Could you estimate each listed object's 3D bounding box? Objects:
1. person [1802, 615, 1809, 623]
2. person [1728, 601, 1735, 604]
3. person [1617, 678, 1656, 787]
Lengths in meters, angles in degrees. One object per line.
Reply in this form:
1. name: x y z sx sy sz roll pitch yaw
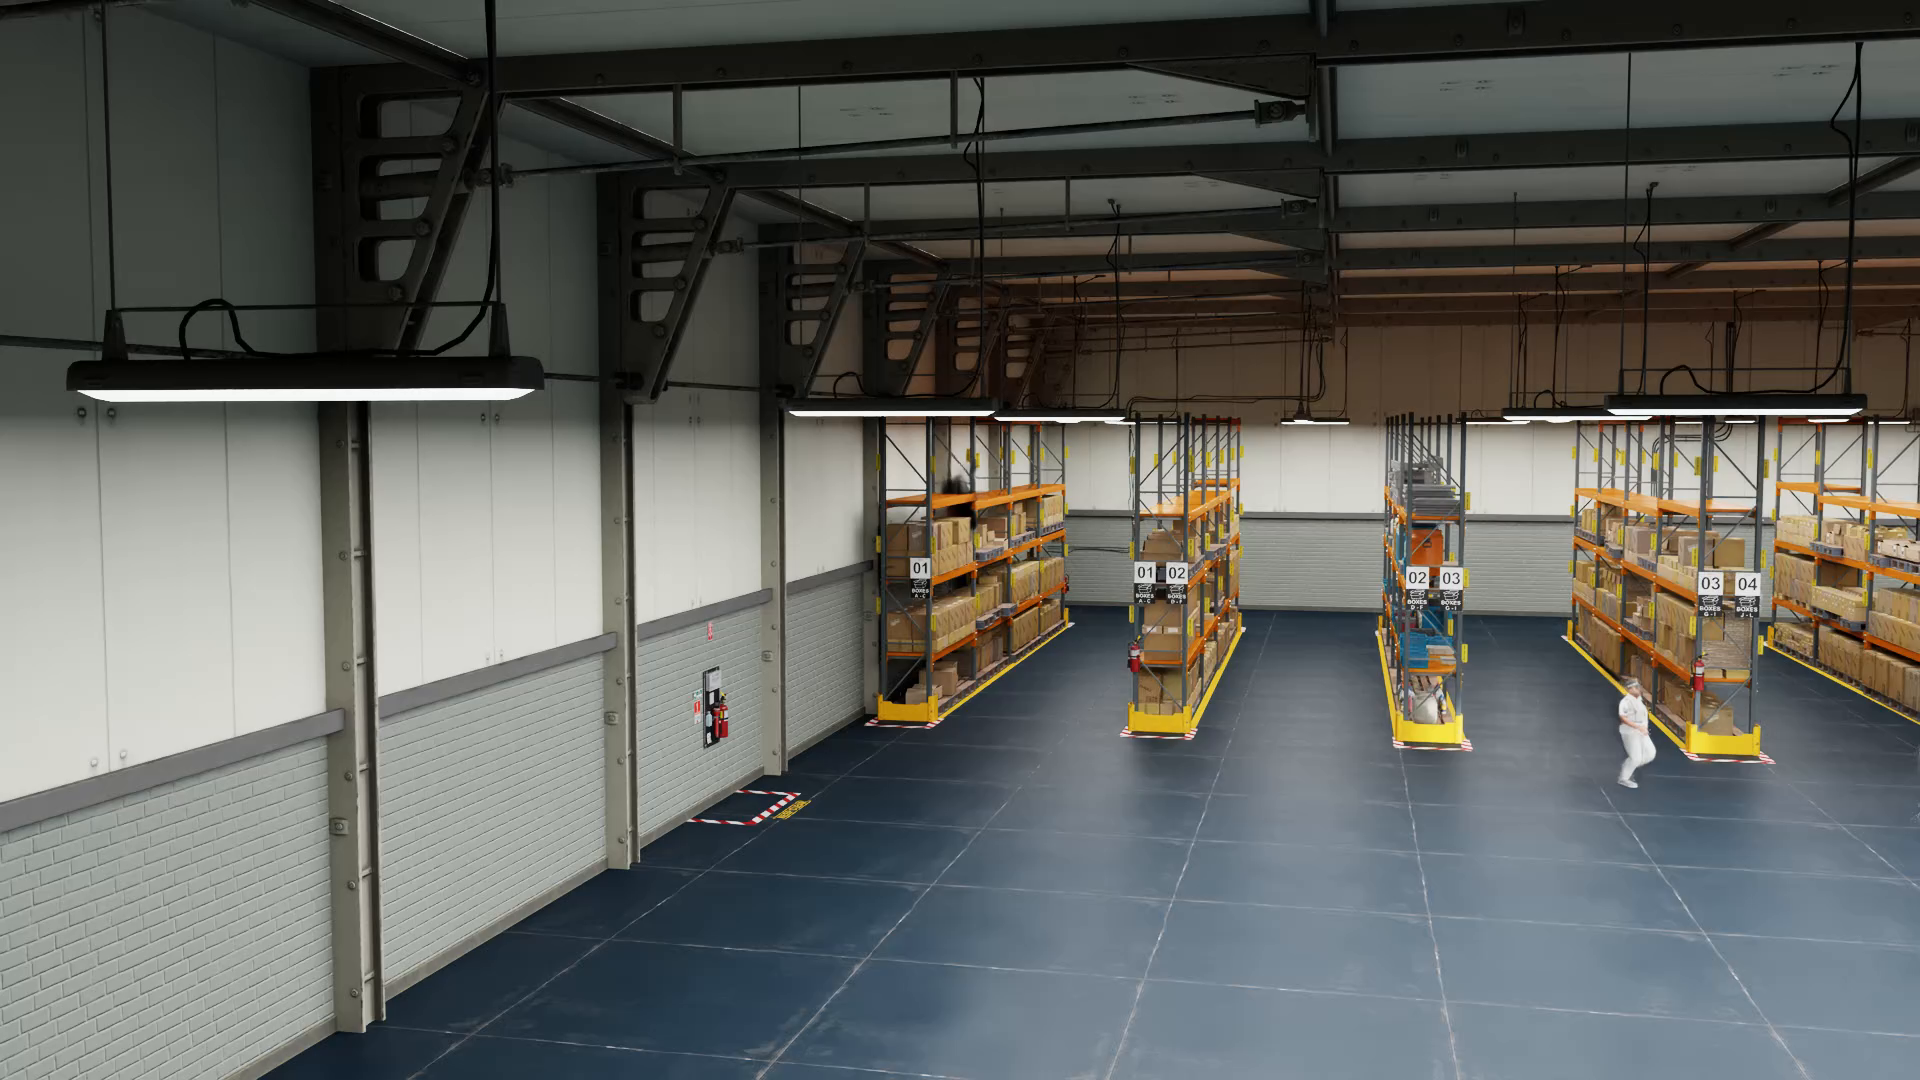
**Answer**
1. person: 22.783 1.928 44.647 0.740 1.562 0.496 -3 5 -40
2. person: 19.875 1.995 43.111 0.604 1.731 0.734 2 4 23
3. person: 10.777 3.061 26.484 0.674 1.746 0.541 -3 5 -42
